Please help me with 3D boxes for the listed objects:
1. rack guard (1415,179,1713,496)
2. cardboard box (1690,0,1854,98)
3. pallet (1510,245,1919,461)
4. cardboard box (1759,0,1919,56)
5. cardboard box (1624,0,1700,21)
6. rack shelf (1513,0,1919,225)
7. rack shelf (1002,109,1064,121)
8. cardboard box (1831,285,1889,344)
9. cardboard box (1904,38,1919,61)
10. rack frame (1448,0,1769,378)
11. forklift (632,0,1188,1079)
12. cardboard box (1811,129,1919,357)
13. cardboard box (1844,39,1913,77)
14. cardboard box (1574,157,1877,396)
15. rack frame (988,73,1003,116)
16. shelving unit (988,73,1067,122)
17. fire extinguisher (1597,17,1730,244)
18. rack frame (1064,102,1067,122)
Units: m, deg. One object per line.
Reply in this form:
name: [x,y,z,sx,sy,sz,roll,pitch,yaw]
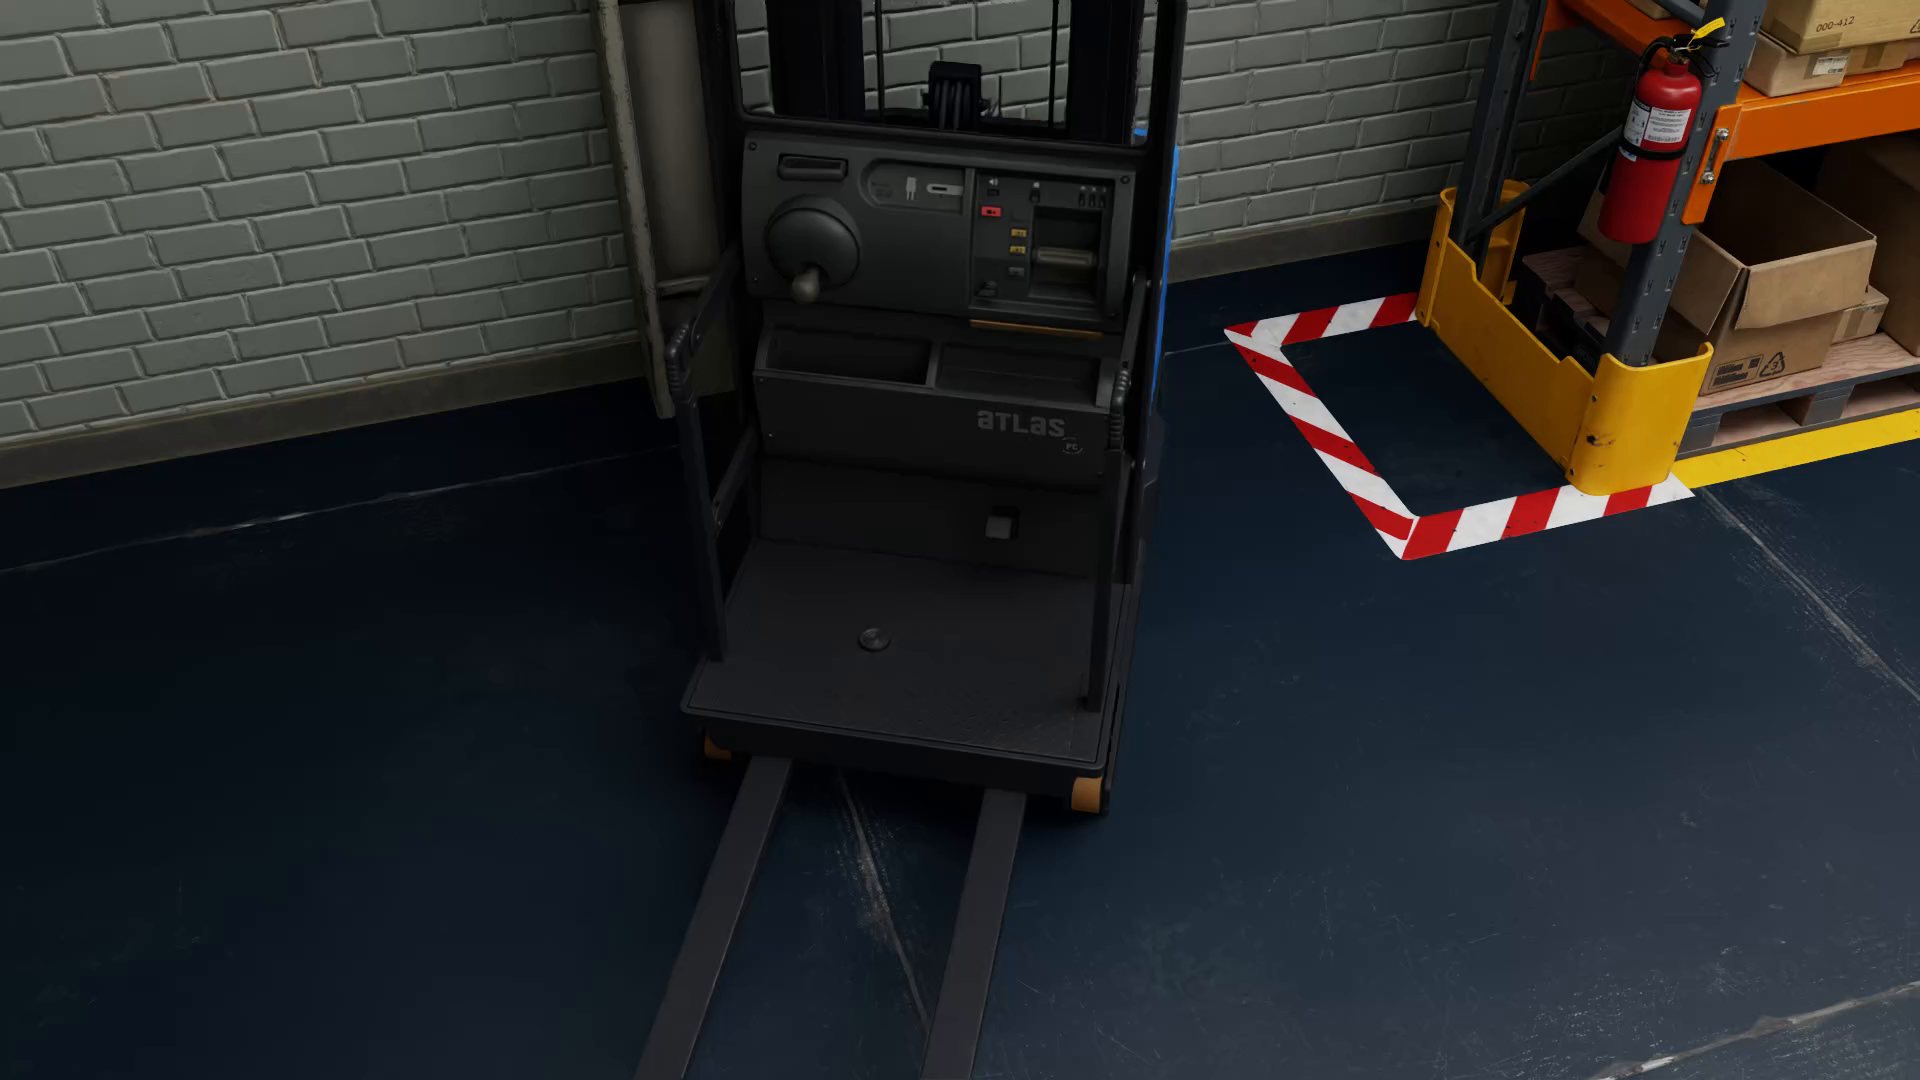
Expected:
rack guard: [2.022,-0.721,5.695,0.348,0.500,1.175,-12,42,-13]
cardboard box: [2.345,-1.445,4.815,0.250,0.149,0.380,-12,43,-13]
pallet: [2.782,-0.770,5.971,1.213,0.211,1.003,-12,42,-13]
cardboard box: [2.463,-1.623,4.716,0.500,0.250,0.500,-11,42,-13]
cardboard box: [2.185,-1.786,5.206,0.250,0.149,0.380,-12,43,-14]
rack shelf: [3.857,-1.771,5.545,4.000,0.370,1.077,-12,42,-13]
rack shelf: [0.229,-1.237,5.444,0.240,0.259,0.215,8,38,9]
cardboard box: [2.978,-0.853,5.794,0.250,0.149,0.380,-13,43,-15]
cardboard box: [2.814,-1.598,4.991,0.250,0.149,0.380,-12,43,-14]
rack frame: [1.949,-1.647,4.855,0.127,3.000,1.000,-12,42,-13]
forklift: [-0.097,-0.645,3.760,1.130,2.935,3.031,7,42,8]
cardboard box: [3.388,-1.070,5.775,0.500,0.500,0.700,-10,42,-11]
cardboard box: [2.574,-1.525,4.906,0.250,0.149,0.380,-11,42,-12]
cardboard box: [2.561,-0.927,5.609,0.637,0.503,0.797,-13,43,-15]
rack frame: [0.106,-1.039,5.631,0.008,1.050,0.200,8,38,9]
shelving unit: [0.225,-1.021,5.611,0.252,1.050,0.215,8,38,9]
fire extinguisher: [1.948,-1.158,4.638,0.183,0.674,0.296,-12,42,-13]
rack frame: [0.344,-1.003,5.591,0.008,1.050,0.200,8,38,9]
